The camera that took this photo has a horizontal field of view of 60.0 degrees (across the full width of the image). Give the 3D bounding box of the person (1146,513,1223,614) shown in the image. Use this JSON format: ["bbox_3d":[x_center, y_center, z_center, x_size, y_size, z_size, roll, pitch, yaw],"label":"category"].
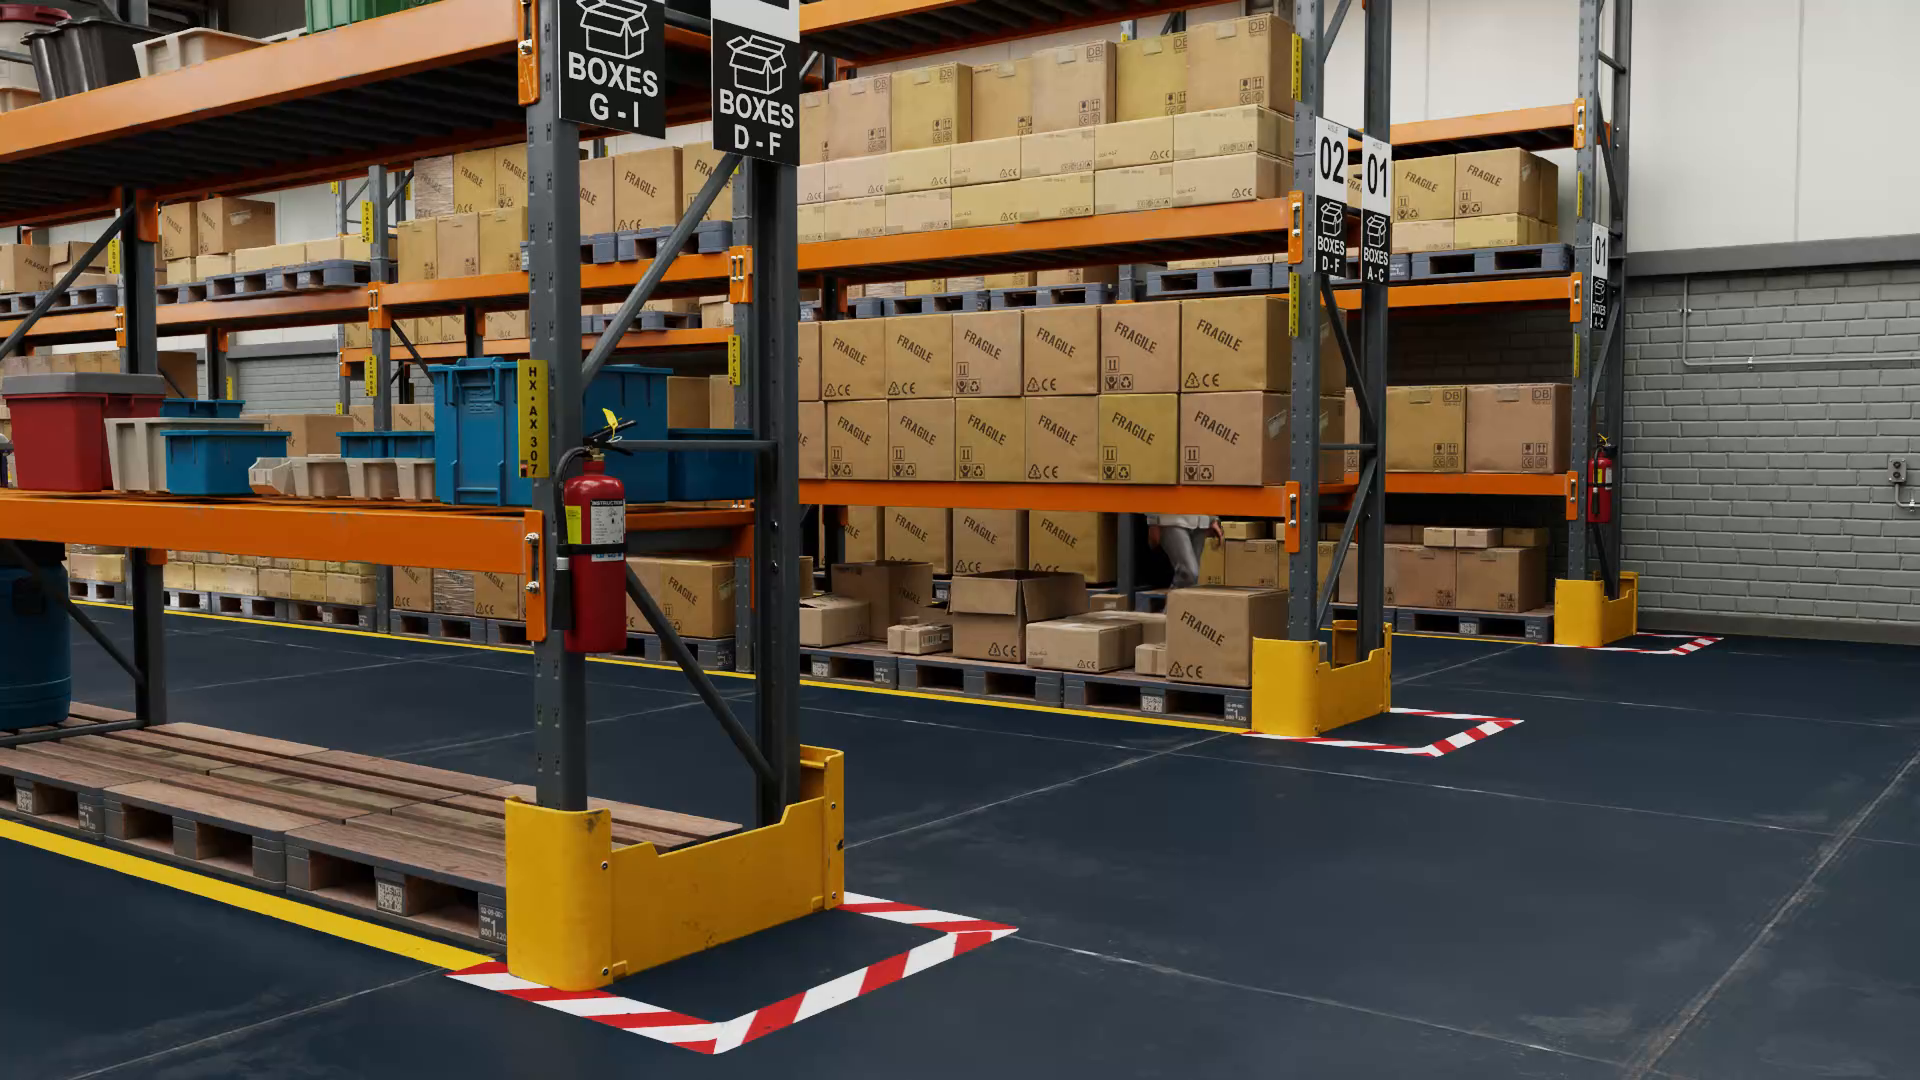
[{"bbox_3d":[1.674,-0.060,12.397,0.549,1.831,0.537,-2,4,-38],"label":"person"}]
